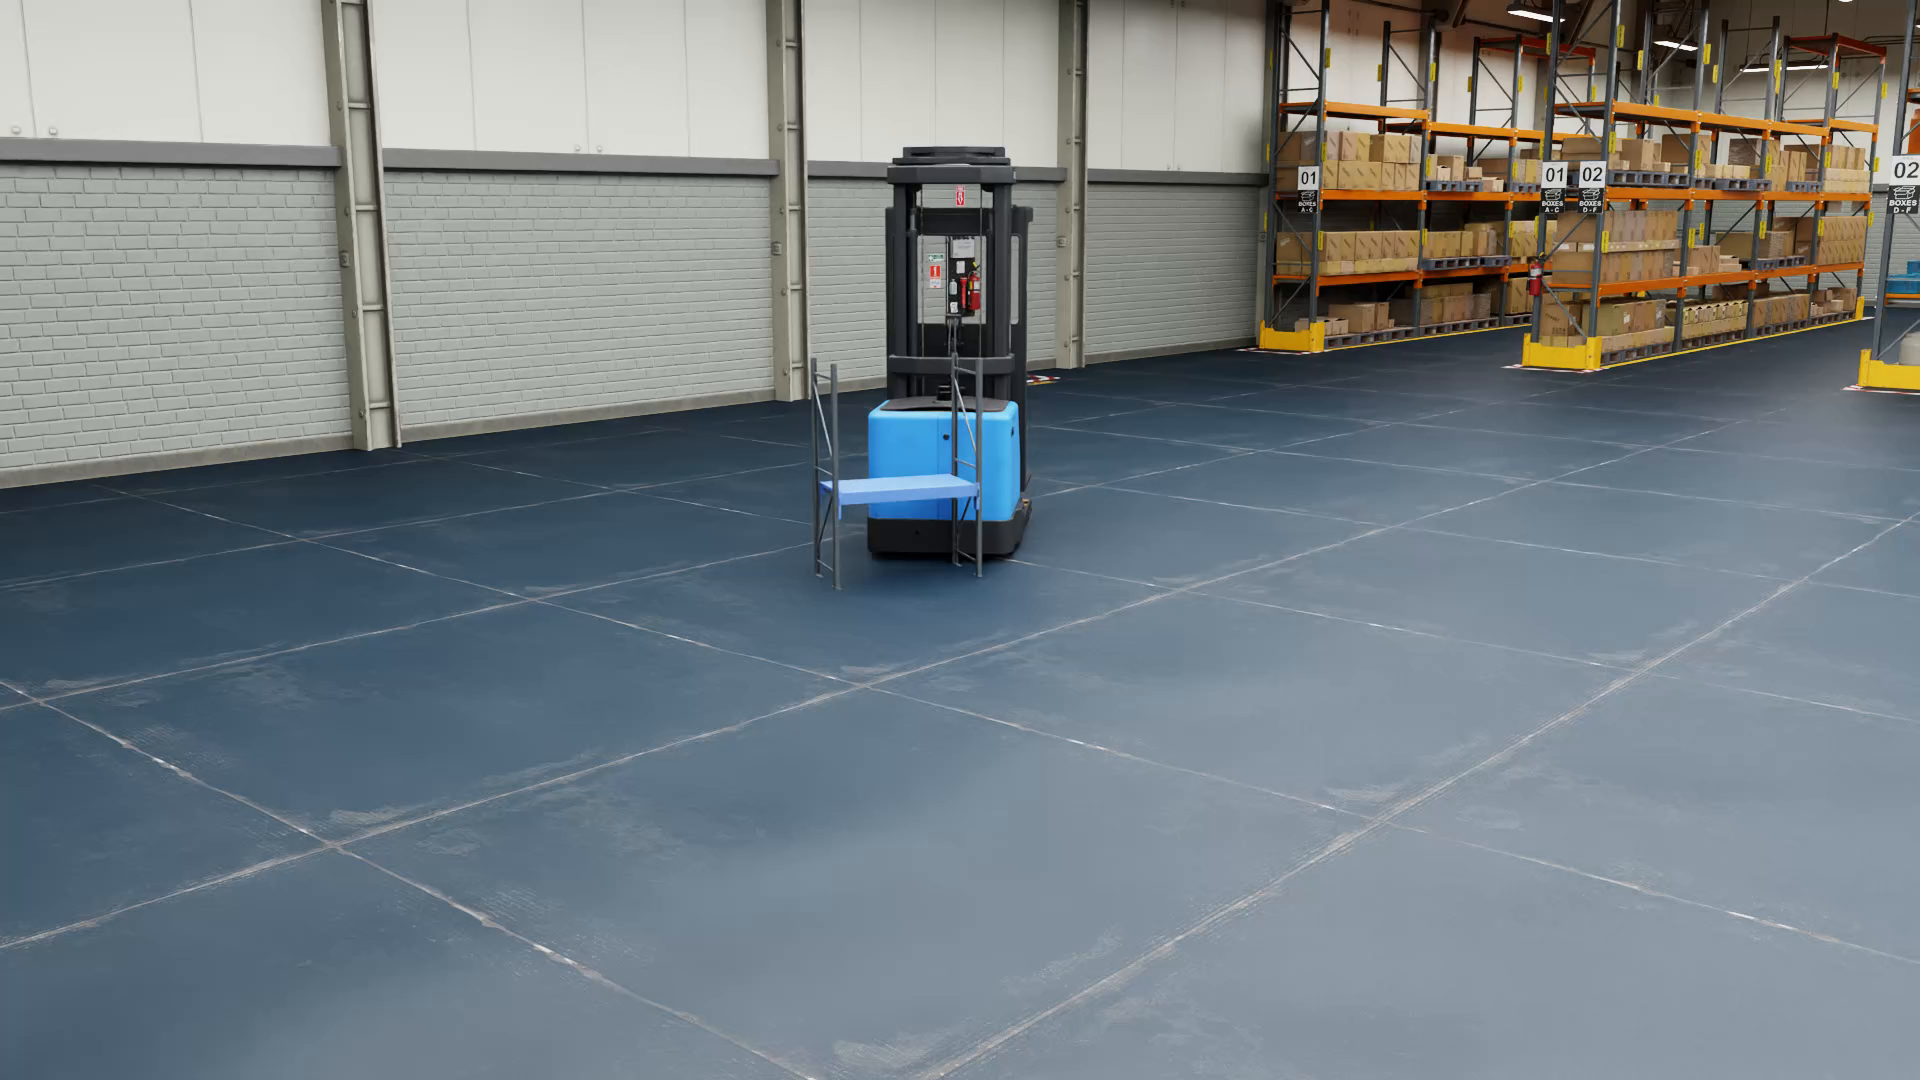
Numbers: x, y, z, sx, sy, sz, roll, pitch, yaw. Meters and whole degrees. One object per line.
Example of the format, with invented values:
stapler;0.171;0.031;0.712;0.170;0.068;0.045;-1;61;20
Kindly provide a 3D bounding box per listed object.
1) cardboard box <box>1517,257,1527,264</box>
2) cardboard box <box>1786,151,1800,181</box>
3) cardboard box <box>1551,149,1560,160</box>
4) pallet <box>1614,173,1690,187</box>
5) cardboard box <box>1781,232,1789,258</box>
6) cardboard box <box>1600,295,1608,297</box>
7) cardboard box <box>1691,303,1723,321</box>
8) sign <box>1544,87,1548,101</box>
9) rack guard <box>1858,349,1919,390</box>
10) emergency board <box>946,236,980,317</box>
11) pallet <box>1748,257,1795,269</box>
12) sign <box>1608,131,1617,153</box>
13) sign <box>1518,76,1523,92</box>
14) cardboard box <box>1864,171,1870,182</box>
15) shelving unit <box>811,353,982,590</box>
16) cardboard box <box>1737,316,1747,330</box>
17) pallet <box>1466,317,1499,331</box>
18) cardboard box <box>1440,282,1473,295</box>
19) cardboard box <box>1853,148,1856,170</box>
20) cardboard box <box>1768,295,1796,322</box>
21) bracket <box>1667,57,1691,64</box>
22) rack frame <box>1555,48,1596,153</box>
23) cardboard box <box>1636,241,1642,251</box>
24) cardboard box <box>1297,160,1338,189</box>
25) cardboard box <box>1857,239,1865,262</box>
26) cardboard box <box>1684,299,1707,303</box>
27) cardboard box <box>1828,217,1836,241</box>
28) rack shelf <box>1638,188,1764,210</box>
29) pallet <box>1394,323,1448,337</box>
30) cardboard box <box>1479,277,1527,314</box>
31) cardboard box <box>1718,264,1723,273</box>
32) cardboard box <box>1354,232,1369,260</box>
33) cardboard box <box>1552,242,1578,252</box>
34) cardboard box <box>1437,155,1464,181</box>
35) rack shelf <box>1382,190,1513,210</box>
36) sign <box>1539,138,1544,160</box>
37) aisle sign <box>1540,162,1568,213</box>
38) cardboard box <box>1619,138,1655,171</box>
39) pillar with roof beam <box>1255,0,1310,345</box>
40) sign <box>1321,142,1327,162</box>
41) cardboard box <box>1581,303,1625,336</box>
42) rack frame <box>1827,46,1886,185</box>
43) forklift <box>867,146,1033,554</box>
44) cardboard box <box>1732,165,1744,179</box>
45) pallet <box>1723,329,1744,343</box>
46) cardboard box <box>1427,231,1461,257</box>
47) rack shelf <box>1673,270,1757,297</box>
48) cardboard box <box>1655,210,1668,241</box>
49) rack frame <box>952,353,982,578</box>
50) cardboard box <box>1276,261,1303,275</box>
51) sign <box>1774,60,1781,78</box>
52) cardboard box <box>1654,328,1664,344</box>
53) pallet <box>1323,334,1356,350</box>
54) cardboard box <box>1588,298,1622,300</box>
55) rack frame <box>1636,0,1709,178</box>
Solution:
cardboard box;11.978;-6.032;35.846;0.380;0.149;0.250;10;15;42
cardboard box;16.726;-7.621;33.967;0.600;0.600;0.600;10;15;40
cardboard box;13.135;-8.643;37.373;0.500;0.250;0.500;-11;16;-43
pallet;11.714;-6.133;28.329;1.003;0.211;1.213;10;15;40
cardboard box;16.419;-5.999;33.760;0.700;0.500;0.500;6;13;26
cardboard box;15.060;-5.877;39.789;0.700;0.500;0.500;10;15;42
cardboard box;13.731;-4.222;30.709;0.500;0.311;0.500;10;15;42
sign;13.414;-10.205;38.039;0.100;0.325;0.005;10;15;40
rack guard;13.350;-2.397;23.435;1.175;0.500;0.348;10;15;40
emergency board;0.085;-3.860;24.377;0.194;1.169;0.643;10;15;40
pallet;16.178;-5.616;33.660;1.003;0.211;1.213;10;15;40
sign;10.030;-6.112;25.562;0.100;0.325;0.005;10;15;40
sign;11.588;-9.433;34.379;0.100;0.325;0.005;10;15;40
cardboard box;20.031;-8.134;37.227;0.500;0.250;0.500;10;15;40
shelving unit;-0.428;-0.485;11.309;1.048;1.500;0.538;-4;12;-21
cardboard box;14.734;-4.172;31.888;0.500;0.250;0.500;10;15;42
pallet;10.657;-4.581;35.108;1.003;0.211;1.213;10;15;40
cardboard box;10.315;-5.232;34.594;0.500;0.250;0.500;10;15;41
cardboard box;19.458;-8.470;36.994;0.700;0.500;0.500;10;15;40
cardboard box;16.764;-4.747;34.077;0.500;0.500;0.500;10;15;41
bracket;19.303;-12.733;44.298;0.076;0.066;3.189;10;15;40
rack frame;13.815;-9.594;37.768;1.000;3.000;0.127;10;15;40
cardboard box;11.053;-4.869;27.521;0.380;0.149;0.250;10;15;41
cardboard box;6.302;-6.433;29.295;0.500;0.500;0.500;10;15;42
cardboard box;20.088;-6.548;37.583;0.500;0.500;0.500;10;15;42
cardboard box;13.991;-4.438;31.791;0.500;0.311;0.500;9;15;39
cardboard box;18.401;-6.660;35.590;0.500;0.500;0.500;9;15;39
rack shelf;13.578;-6.247;30.509;1.077;0.370;4.000;10;15;40
pallet;9.047;-4.222;33.311;1.003;0.211;1.213;10;15;40
cardboard box;11.758;-5.306;36.036;0.750;0.750;0.750;10;15;40
cardboard box;14.098;-5.105;31.254;0.250;0.149;0.380;-11;16;-43
cardboard box;7.114;-5.368;30.347;0.500;0.500;0.500;9;14;39
cardboard box;9.726;-4.694;26.644;0.380;0.149;0.250;9;15;39
cardboard box;9.769;-7.452;33.378;0.500;0.500;0.500;9;14;38
rack shelf;9.854;-6.887;33.713;1.077;0.370;4.000;10;15;40
sign;9.219;-6.185;26.301;0.100;0.325;0.005;10;15;40
aisle sign;9.353;-5.549;26.200;0.394;0.787;0.004;10;15;40
cardboard box;10.919;-6.250;27.001;0.500;0.500;0.500;10;15;40
pillar with roof beam;8.940;-7.486;27.218;9.100;9.000;0.548;10;15;40
sign;6.301;-6.716;28.786;0.100;0.325;0.005;10;15;40
cardboard box;10.467;-3.596;27.088;0.500;0.500;0.500;10;15;40
rack frame;20.179;-9.542;37.511;1.000;3.000;0.127;10;15;40
forklift;0.000;-1.570;13.089;1.130;2.935;3.031;1;11;6
cardboard box;14.308;-6.873;31.117;0.500;0.250;0.500;10;15;42
pallet;14.325;-3.940;31.898;1.003;0.211;1.213;10;15;40
cardboard box;9.681;-5.992;33.675;0.500;0.500;0.700;-10;15;-40
rack shelf;13.578;-4.776;30.803;1.077;0.370;4.000;10;15;40
cardboard box;11.637;-5.379;28.418;0.700;0.500;0.500;10;15;40
rack frame;0.046;-0.521;11.491;0.032;1.500;0.500;-4;12;-21
cardboard box;6.057;-4.916;29.999;0.500;0.250;0.500;10;15;41
sign;15.317;-8.830;31.154;0.100;0.325;0.005;10;15;40
cardboard box;11.778;-3.524;28.642;0.500;0.250;0.500;10;15;40
pallet;6.507;-3.645;30.421;1.003;0.211;1.213;10;15;40
cardboard box;11.056;-3.885;28.538;0.500;0.500;0.500;10;15;40
rack frame;12.258;-7.777;28.672;1.000;3.000;0.127;10;15;40
